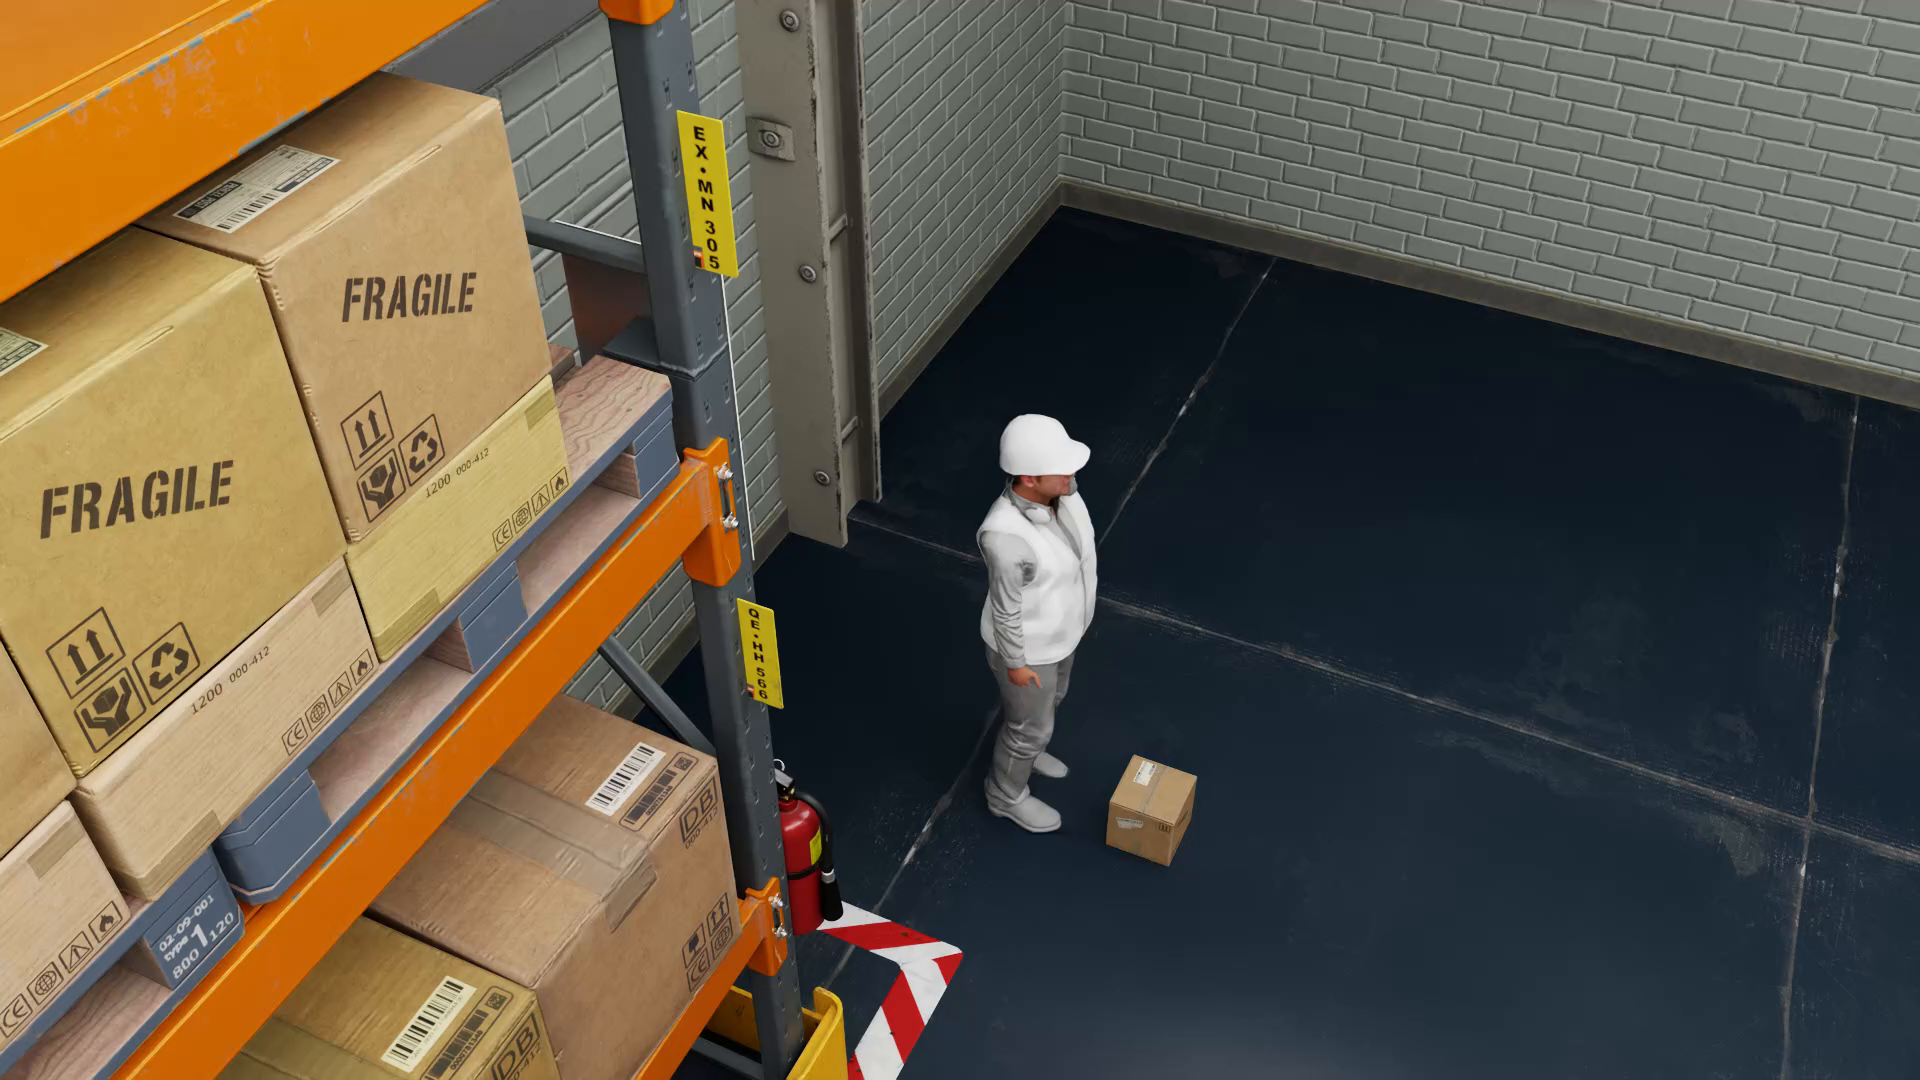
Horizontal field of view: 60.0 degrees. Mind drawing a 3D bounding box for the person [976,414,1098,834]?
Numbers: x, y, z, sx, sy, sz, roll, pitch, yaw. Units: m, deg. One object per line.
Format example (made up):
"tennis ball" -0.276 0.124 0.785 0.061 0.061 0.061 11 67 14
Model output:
"person" 0.277 0.308 5.829 0.366 1.811 0.532 18 45 19
